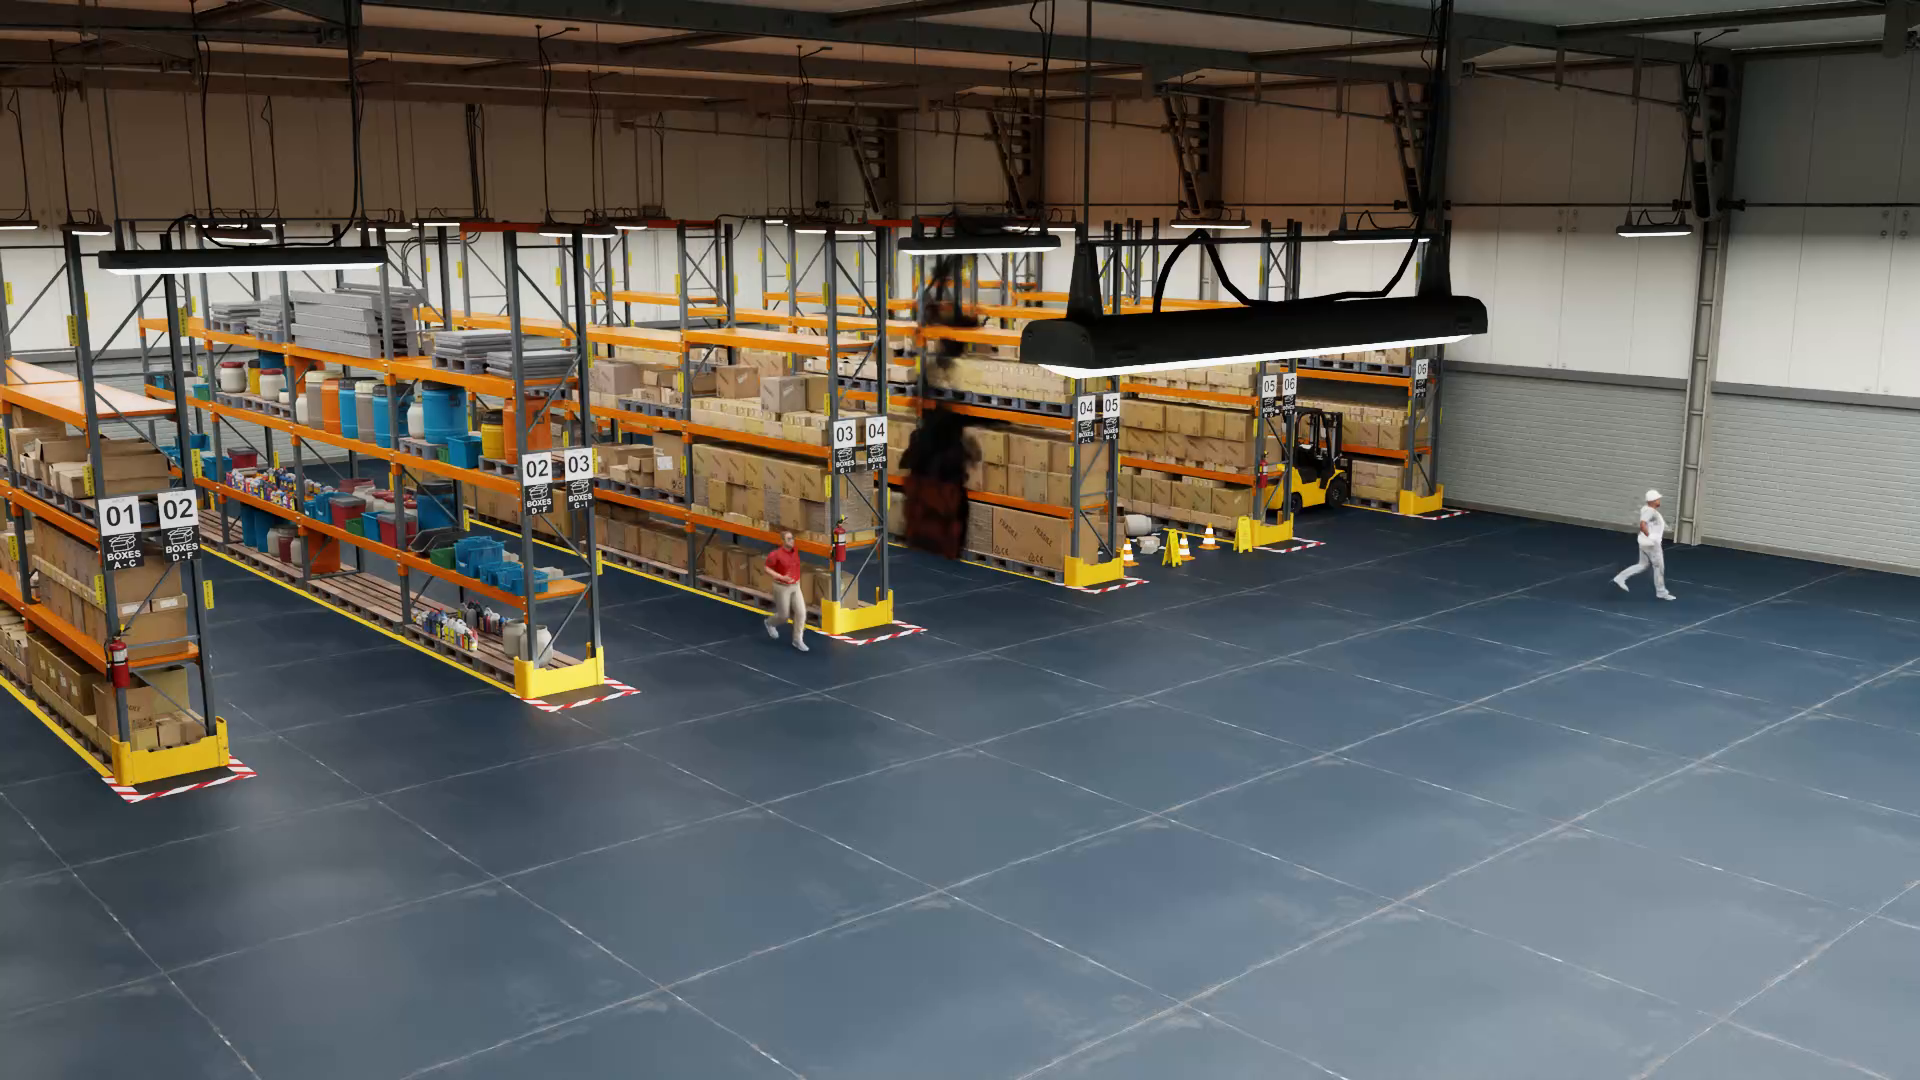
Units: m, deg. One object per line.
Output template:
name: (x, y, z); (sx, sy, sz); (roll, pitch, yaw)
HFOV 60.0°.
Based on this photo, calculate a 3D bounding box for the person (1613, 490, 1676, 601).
person: (11.153, 0.077, 26.945); (0.987, 1.791, 0.676); (1, 11, 6)

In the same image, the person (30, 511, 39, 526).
person: (-17.120, -0.625, 30.694); (0.805, 1.735, 0.616); (10, 15, 40)

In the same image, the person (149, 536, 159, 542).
person: (-13.565, 0.006, 27.509); (0.637, 1.733, 0.713); (8, 14, 35)

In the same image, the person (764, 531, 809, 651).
person: (-2.526, 0.720, 24.079); (0.701, 1.738, 0.848); (-11, 16, -43)
